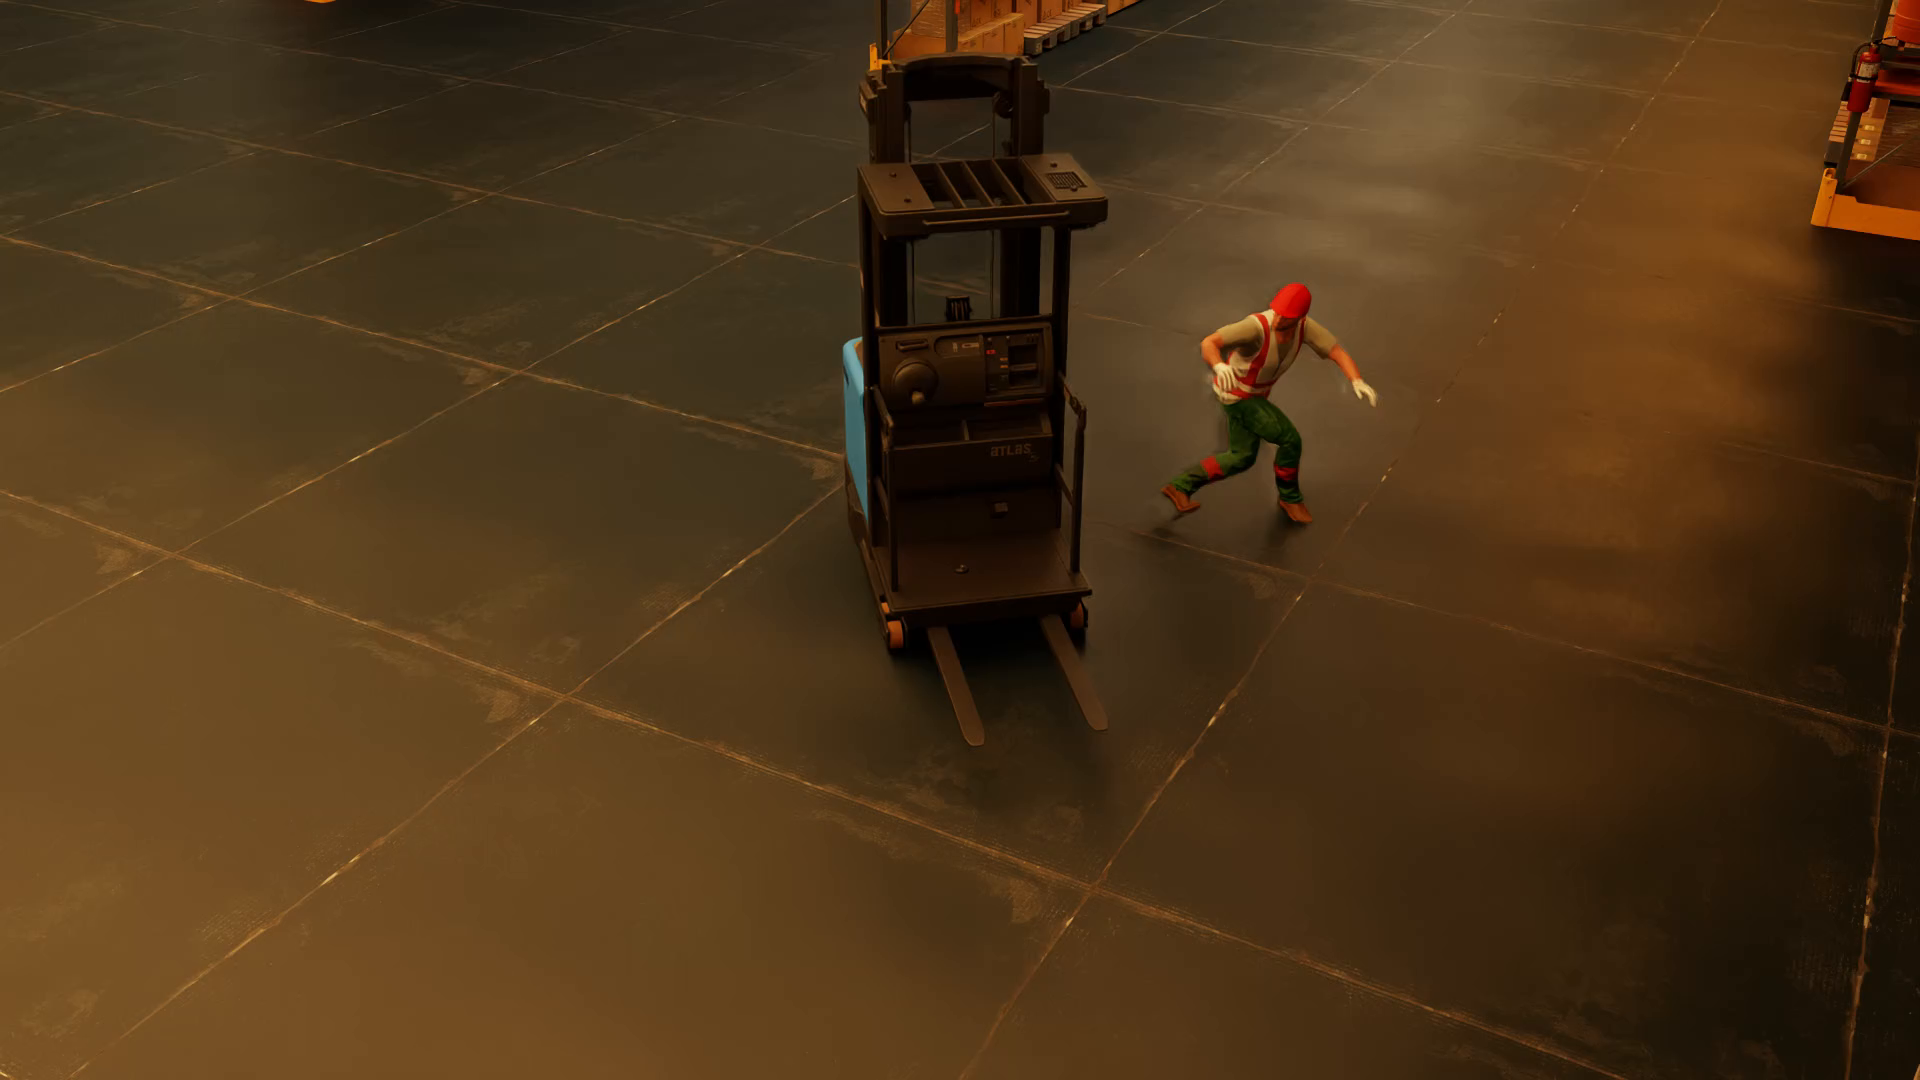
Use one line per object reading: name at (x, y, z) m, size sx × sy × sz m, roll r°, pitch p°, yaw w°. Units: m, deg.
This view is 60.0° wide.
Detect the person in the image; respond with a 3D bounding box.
person at (1.829, -0.745, 9.803) m, size 1.147 × 1.549 × 0.911 m, roll 18°, pitch 35°, yaw 29°

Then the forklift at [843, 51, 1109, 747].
forklift at (0.081, -0.875, 8.587) m, size 1.130 × 2.935 × 3.031 m, roll -6°, pitch 30°, yaw -10°
